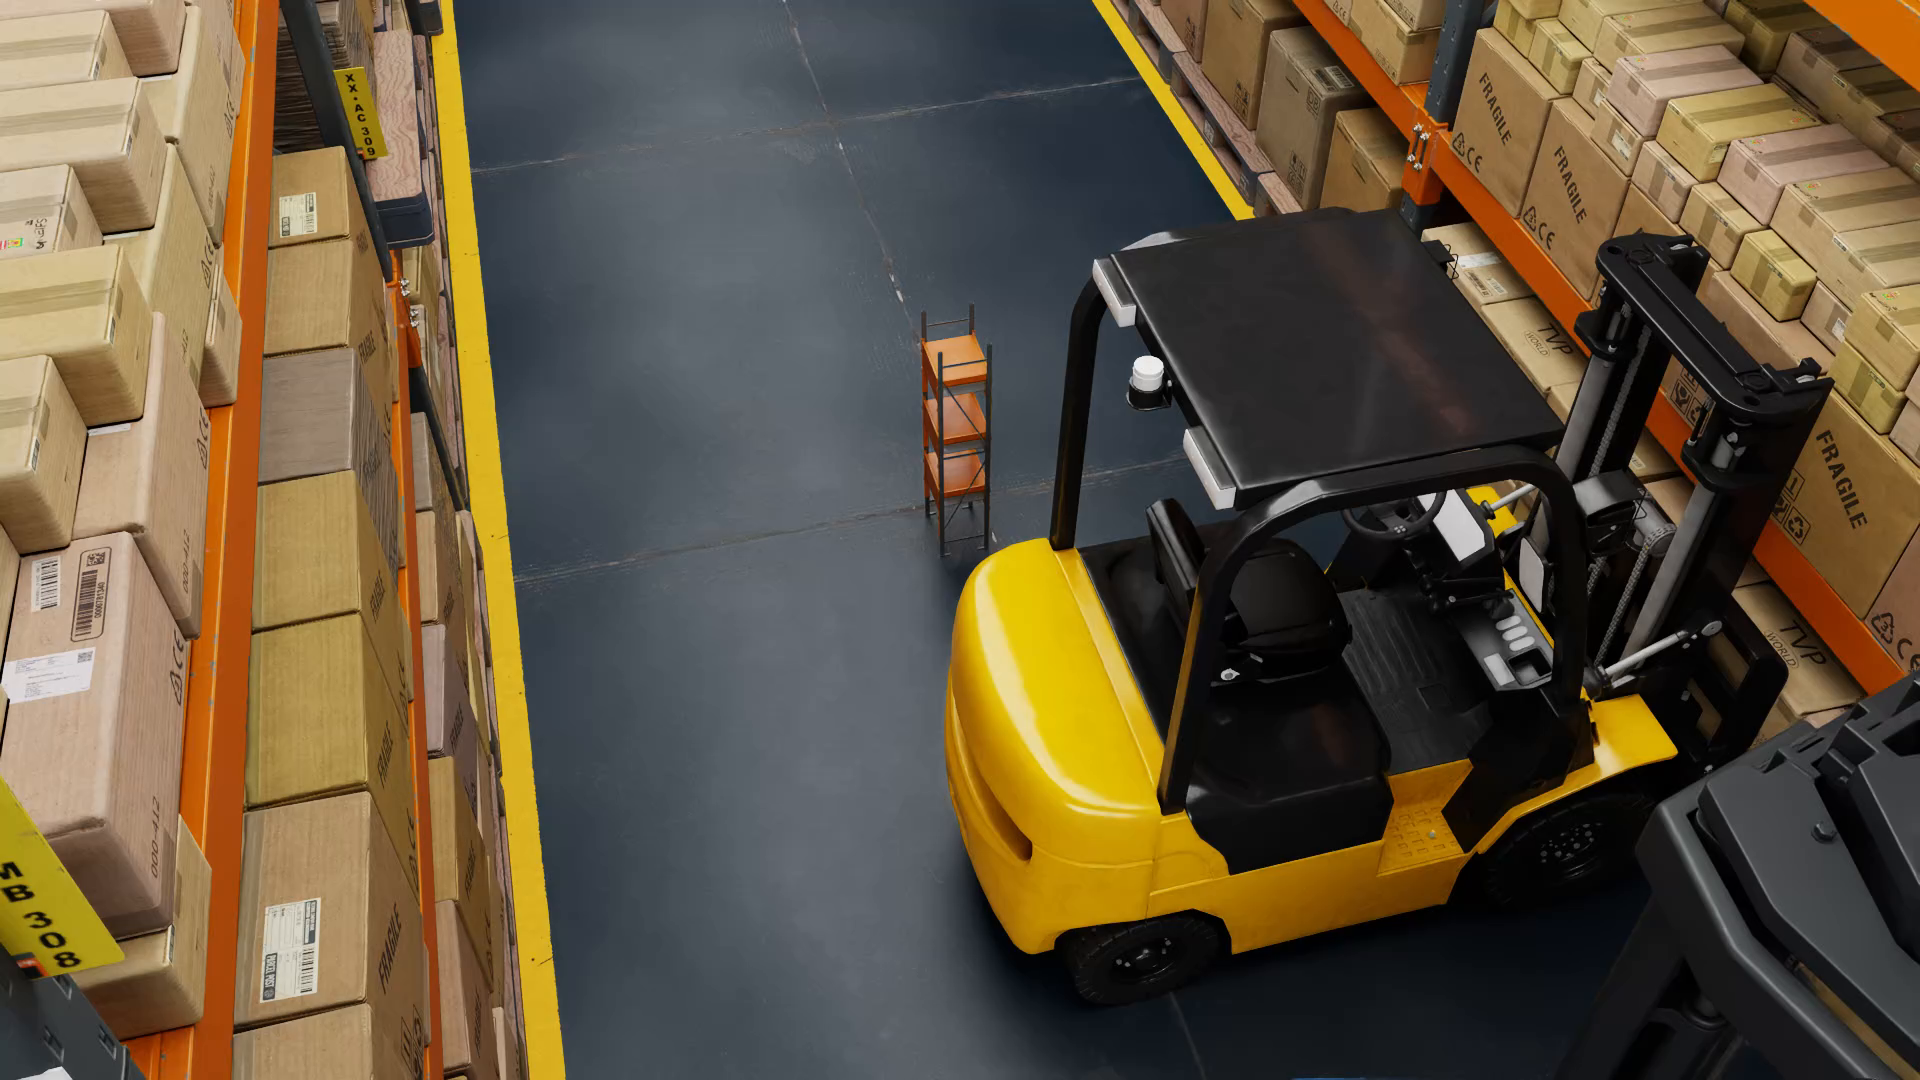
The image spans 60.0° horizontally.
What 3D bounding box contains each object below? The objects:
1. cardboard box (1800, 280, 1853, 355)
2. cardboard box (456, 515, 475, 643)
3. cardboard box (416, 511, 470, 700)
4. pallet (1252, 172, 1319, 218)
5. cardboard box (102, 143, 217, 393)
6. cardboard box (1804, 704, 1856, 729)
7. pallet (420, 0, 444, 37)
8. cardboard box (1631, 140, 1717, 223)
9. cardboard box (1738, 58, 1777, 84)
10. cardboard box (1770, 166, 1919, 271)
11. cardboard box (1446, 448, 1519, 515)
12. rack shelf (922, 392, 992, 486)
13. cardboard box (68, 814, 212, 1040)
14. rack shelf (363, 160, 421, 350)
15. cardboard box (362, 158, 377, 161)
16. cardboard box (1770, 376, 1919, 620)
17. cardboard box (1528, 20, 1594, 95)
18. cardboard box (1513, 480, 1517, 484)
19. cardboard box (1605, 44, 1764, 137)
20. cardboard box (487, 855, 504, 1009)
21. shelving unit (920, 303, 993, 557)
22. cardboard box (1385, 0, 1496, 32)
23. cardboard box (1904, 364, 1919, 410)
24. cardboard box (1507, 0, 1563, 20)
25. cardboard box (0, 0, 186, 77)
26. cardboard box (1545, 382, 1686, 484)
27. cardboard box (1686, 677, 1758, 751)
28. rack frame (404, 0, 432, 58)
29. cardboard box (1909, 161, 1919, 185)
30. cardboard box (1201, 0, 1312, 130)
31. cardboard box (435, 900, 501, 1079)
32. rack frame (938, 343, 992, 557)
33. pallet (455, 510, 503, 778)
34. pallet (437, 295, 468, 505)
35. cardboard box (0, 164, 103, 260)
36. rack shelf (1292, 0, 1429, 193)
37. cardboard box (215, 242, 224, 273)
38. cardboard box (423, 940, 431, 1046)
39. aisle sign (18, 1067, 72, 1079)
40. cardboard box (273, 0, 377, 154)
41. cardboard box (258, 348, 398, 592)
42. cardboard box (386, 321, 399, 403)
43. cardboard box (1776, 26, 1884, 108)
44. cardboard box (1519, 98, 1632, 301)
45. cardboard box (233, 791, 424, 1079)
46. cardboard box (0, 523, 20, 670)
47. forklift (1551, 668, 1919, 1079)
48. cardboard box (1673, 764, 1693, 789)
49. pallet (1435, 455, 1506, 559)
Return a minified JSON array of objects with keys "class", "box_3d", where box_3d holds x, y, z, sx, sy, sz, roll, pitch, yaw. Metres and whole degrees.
[{"class":"cardboard box","box_3d":[2.664,-0.643,4.756,0.380,0.149,0.250,-11,47,-11]},{"class":"cardboard box","box_3d":[-2.057,0.200,6.085,0.500,0.250,0.500,-9,46,-9]},{"class":"cardboard box","box_3d":[-1.926,0.289,5.473,0.500,0.500,0.500,-10,46,-10]},{"class":"pallet","box_3d":[2.103,-1.410,7.984,1.003,0.211,1.213,-11,47,-10]},{"class":"cardboard box","box_3d":[-1.591,-0.412,2.850,0.500,0.250,0.500,-9,46,-9]},{"class":"cardboard box","box_3d":[2.797,0.730,4.865,0.500,0.250,0.500,-10,46,-10]},{"class":"pallet","box_3d":[-3.621,-3.318,9.854,1.003,0.211,1.213,-11,47,-10]},{"class":"cardboard box","box_3d":[2.375,-1.160,5.262,0.380,0.149,0.250,-11,47,-11]},{"class":"cardboard box","box_3d":[2.817,-1.621,5.714,0.380,0.149,0.250,-10,46,-9]},{"class":"cardboard box","box_3d":[2.611,-0.932,4.831,0.380,0.149,0.250,-11,47,-10]},{"class":"cardboard box","box_3d":[2.278,-0.327,6.601,0.500,0.250,0.500,-12,47,-11]},{"class":"rack shelf","box_3d":[-0.014,-0.397,6.419,0.215,0.259,0.240,-11,47,-10]},{"class":"cardboard box","box_3d":[-1.215,0.537,2.199,0.380,0.149,0.250,-11,47,-10]},{"class":"rack shelf","box_3d":[-2.980,-2.103,7.215,1.077,0.370,4.000,-11,47,-10]},{"class":"cardboard box","box_3d":[-2.305,-1.473,5.975,0.380,0.149,0.250,-10,46,-10]},{"class":"cardboard box","box_3d":[2.718,-0.163,4.740,0.500,0.500,0.500,-12,47,-11]},{"class":"cardboard box","box_3d":[2.224,-1.700,5.791,0.380,0.149,0.250,-10,46,-9]},{"class":"cardboard box","box_3d":[2.285,-0.506,6.427,0.500,0.250,0.500,-11,47,-11]},{"class":"cardboard box","box_3d":[2.319,-1.441,5.330,0.380,0.149,0.250,-10,46,-9]},{"class":"cardboard box","box_3d":[-1.659,1.267,5.039,0.500,0.250,0.500,-8,46,-8]},{"class":"shelving unit","box_3d":[-0.014,-0.404,6.411,0.215,1.050,0.252,-11,47,-10]},{"class":"cardboard box","box_3d":[1.956,-2.299,6.658,0.500,0.250,0.500,-12,47,-11]},{"class":"cardboard box","box_3d":[2.705,-0.383,4.293,0.380,0.149,0.250,-10,46,-9]},{"class":"cardboard box","box_3d":[2.124,-1.976,5.854,0.380,0.149,0.250,-10,46,-10]},{"class":"cardboard box","box_3d":[-1.687,-0.983,3.131,0.380,0.149,0.250,-10,46,-10]},{"class":"cardboard box","box_3d":[2.409,-0.331,5.905,0.500,0.250,0.500,-9,46,-9]},{"class":"cardboard box","box_3d":[2.656,0.538,5.404,0.500,0.250,0.500,-12,47,-11]},{"class":"rack frame","box_3d":[-3.492,-3.736,8.311,1.000,3.000,0.127,-11,47,-10]},{"class":"cardboard box","box_3d":[3.034,-1.015,4.912,0.380,0.149,0.250,-9,46,-9]},{"class":"cardboard box","box_3d":[1.799,-2.614,8.580,0.875,0.625,0.625,-12,47,-12]},{"class":"cardboard box","box_3d":[-1.528,1.356,4.427,0.500,0.500,0.500,-12,47,-12]},{"class":"rack frame","box_3d":[0.017,-0.320,6.329,0.200,1.050,0.008,-11,47,-10]},{"class":"pallet","box_3d":[-2.262,0.459,6.152,1.003,0.211,1.213,-11,47,-10]},{"class":"pallet","box_3d":[-2.669,-0.535,7.127,1.003,0.211,1.213,-11,47,-10]},{"class":"cardboard box","box_3d":[-1.571,-0.432,2.590,0.380,0.149,0.250,-11,47,-11]},{"class":"rack shelf","box_3d":[1.817,-3.013,8.107,1.077,0.370,4.000,-11,47,-10]},{"class":"cardboard box","box_3d":[-1.657,-0.529,3.244,0.380,0.149,0.250,-12,47,-11]},{"class":"cardboard box","box_3d":[-1.420,1.050,3.797,0.380,0.149,0.250,-10,46,-10]},{"class":"aisle sign","box_3d":[-1.129,0.864,1.983,0.394,0.787,0.004,-11,47,-10]},{"class":"cardboard box","box_3d":[-2.311,-1.636,5.681,0.500,0.500,0.500,-10,46,-9]},{"class":"cardboard box","box_3d":[-1.839,-0.140,4.509,0.500,0.500,0.500,-10,46,-9]},{"class":"cardboard box","box_3d":[-2.021,-0.549,5.364,0.380,0.149,0.250,-10,46,-9]},{"class":"cardboard box","box_3d":[2.932,-1.563,5.449,0.380,0.149,0.250,-12,47,-11]},{"class":"cardboard box","box_3d":[2.339,-1.209,5.764,0.500,0.500,0.500,-10,46,-10]},{"class":"cardboard box","box_3d":[-1.433,0.914,3.476,0.500,0.500,0.500,-9,46,-9]},{"class":"cardboard box","box_3d":[-1.418,0.093,2.076,0.380,0.149,0.250,-11,47,-10]},{"class":"forklift","box_3d":[1.894,1.339,3.386,3.031,2.935,1.130,-23,50,-21]},{"class":"cardboard box","box_3d":[2.690,0.734,5.562,0.500,0.250,0.500,-10,46,-10]},{"class":"pallet","box_3d":[2.492,-0.352,6.947,1.003,0.211,1.213,-11,47,-10]}]
